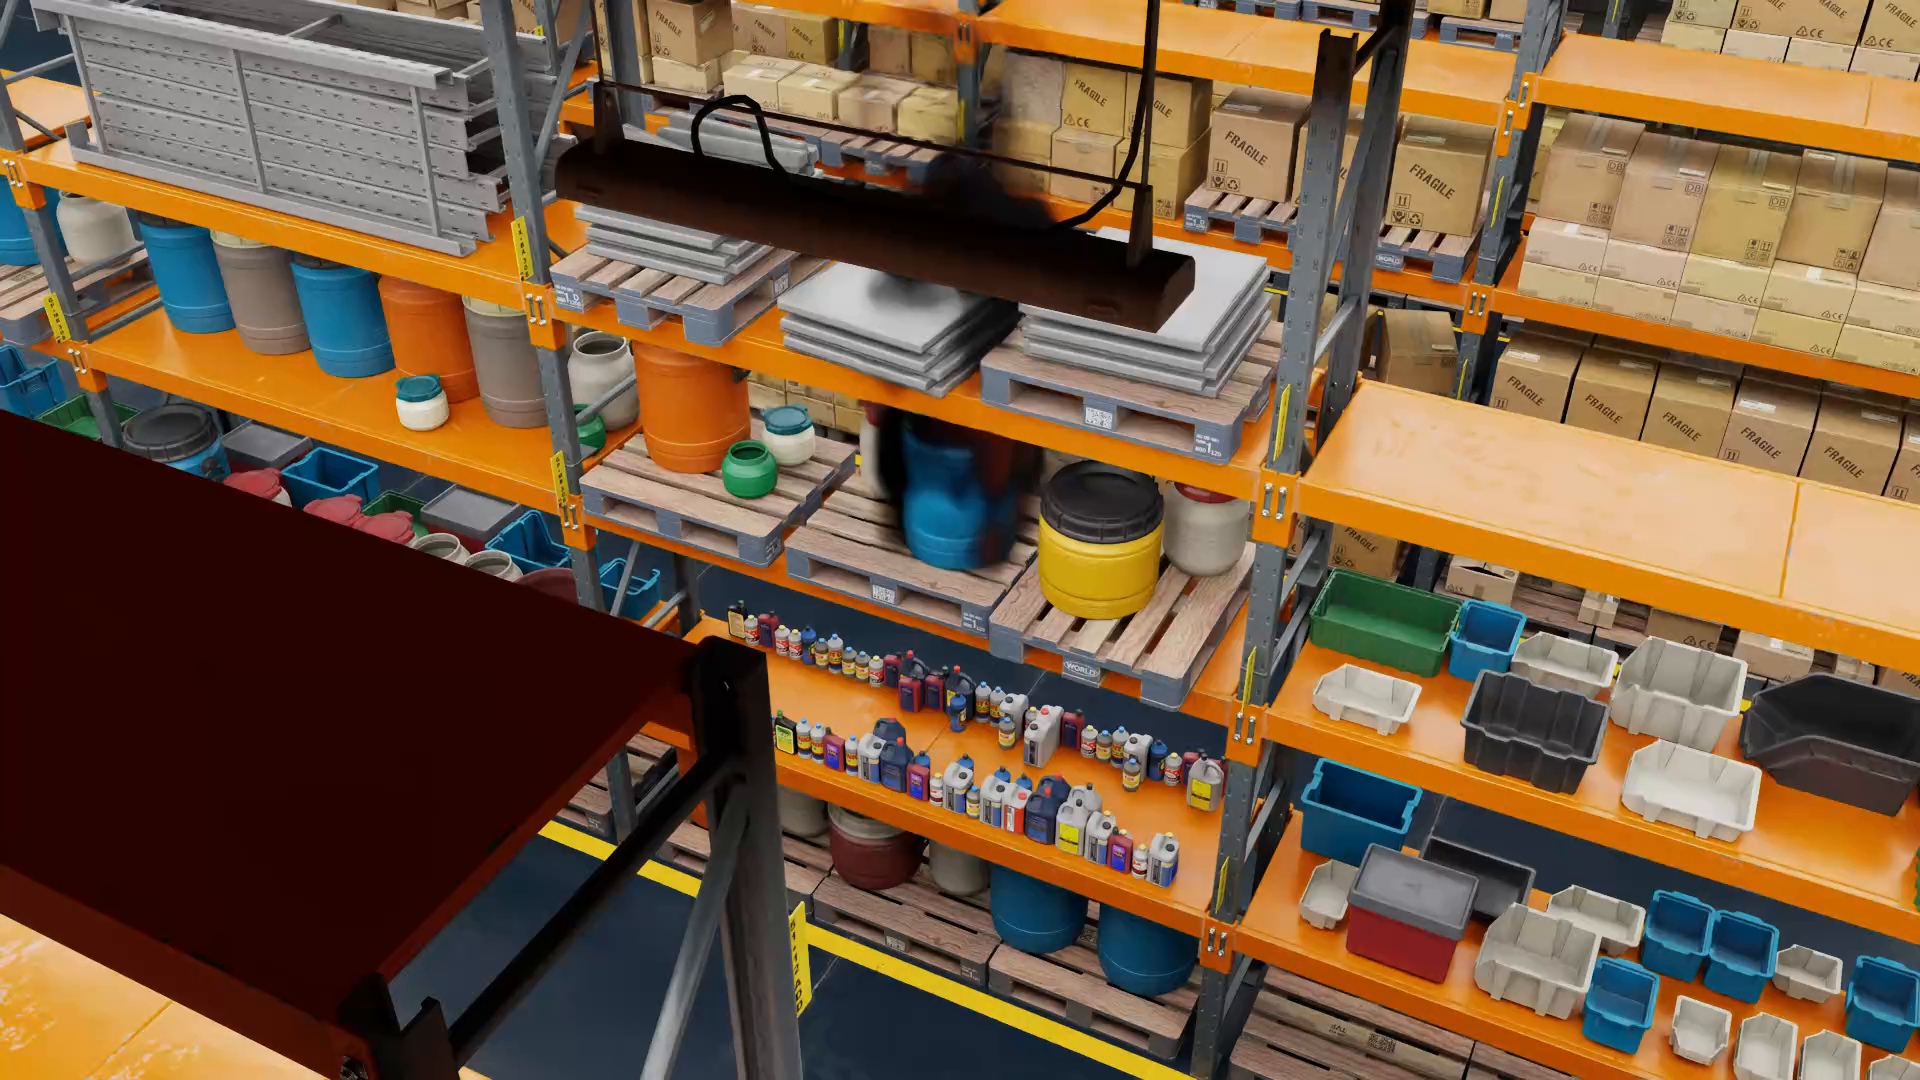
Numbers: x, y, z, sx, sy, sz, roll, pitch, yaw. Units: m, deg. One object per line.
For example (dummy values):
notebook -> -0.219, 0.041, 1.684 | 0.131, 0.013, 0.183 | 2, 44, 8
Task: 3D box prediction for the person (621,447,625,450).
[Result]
person -> -2.632, -0.697, 13.408 | 0.620, 1.634, 0.558 | 4, 35, 6
